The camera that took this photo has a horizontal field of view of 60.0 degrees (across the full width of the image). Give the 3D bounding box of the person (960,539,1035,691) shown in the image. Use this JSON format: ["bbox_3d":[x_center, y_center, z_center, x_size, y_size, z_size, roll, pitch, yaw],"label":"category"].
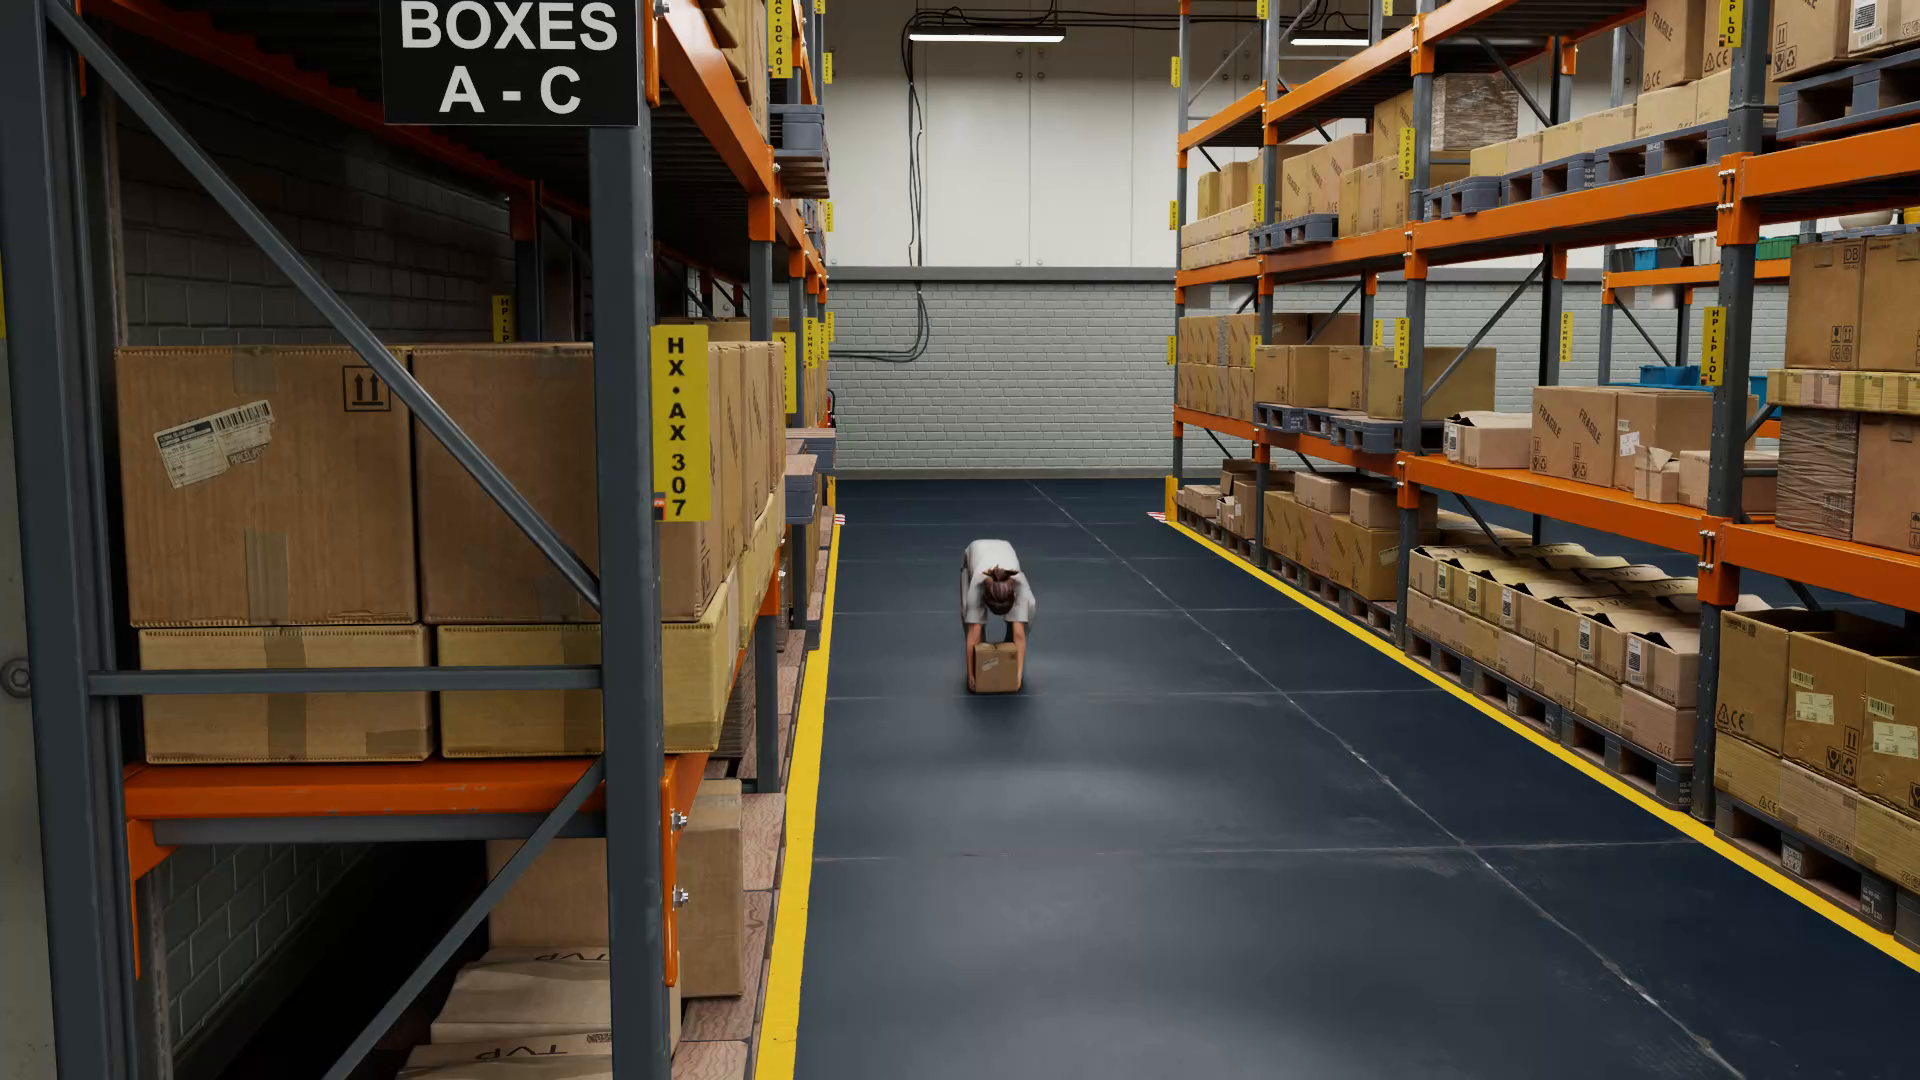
[{"bbox_3d":[0.228,0.440,10.102,0.457,0.841,0.853,-1,7,-7],"label":"person"}]
